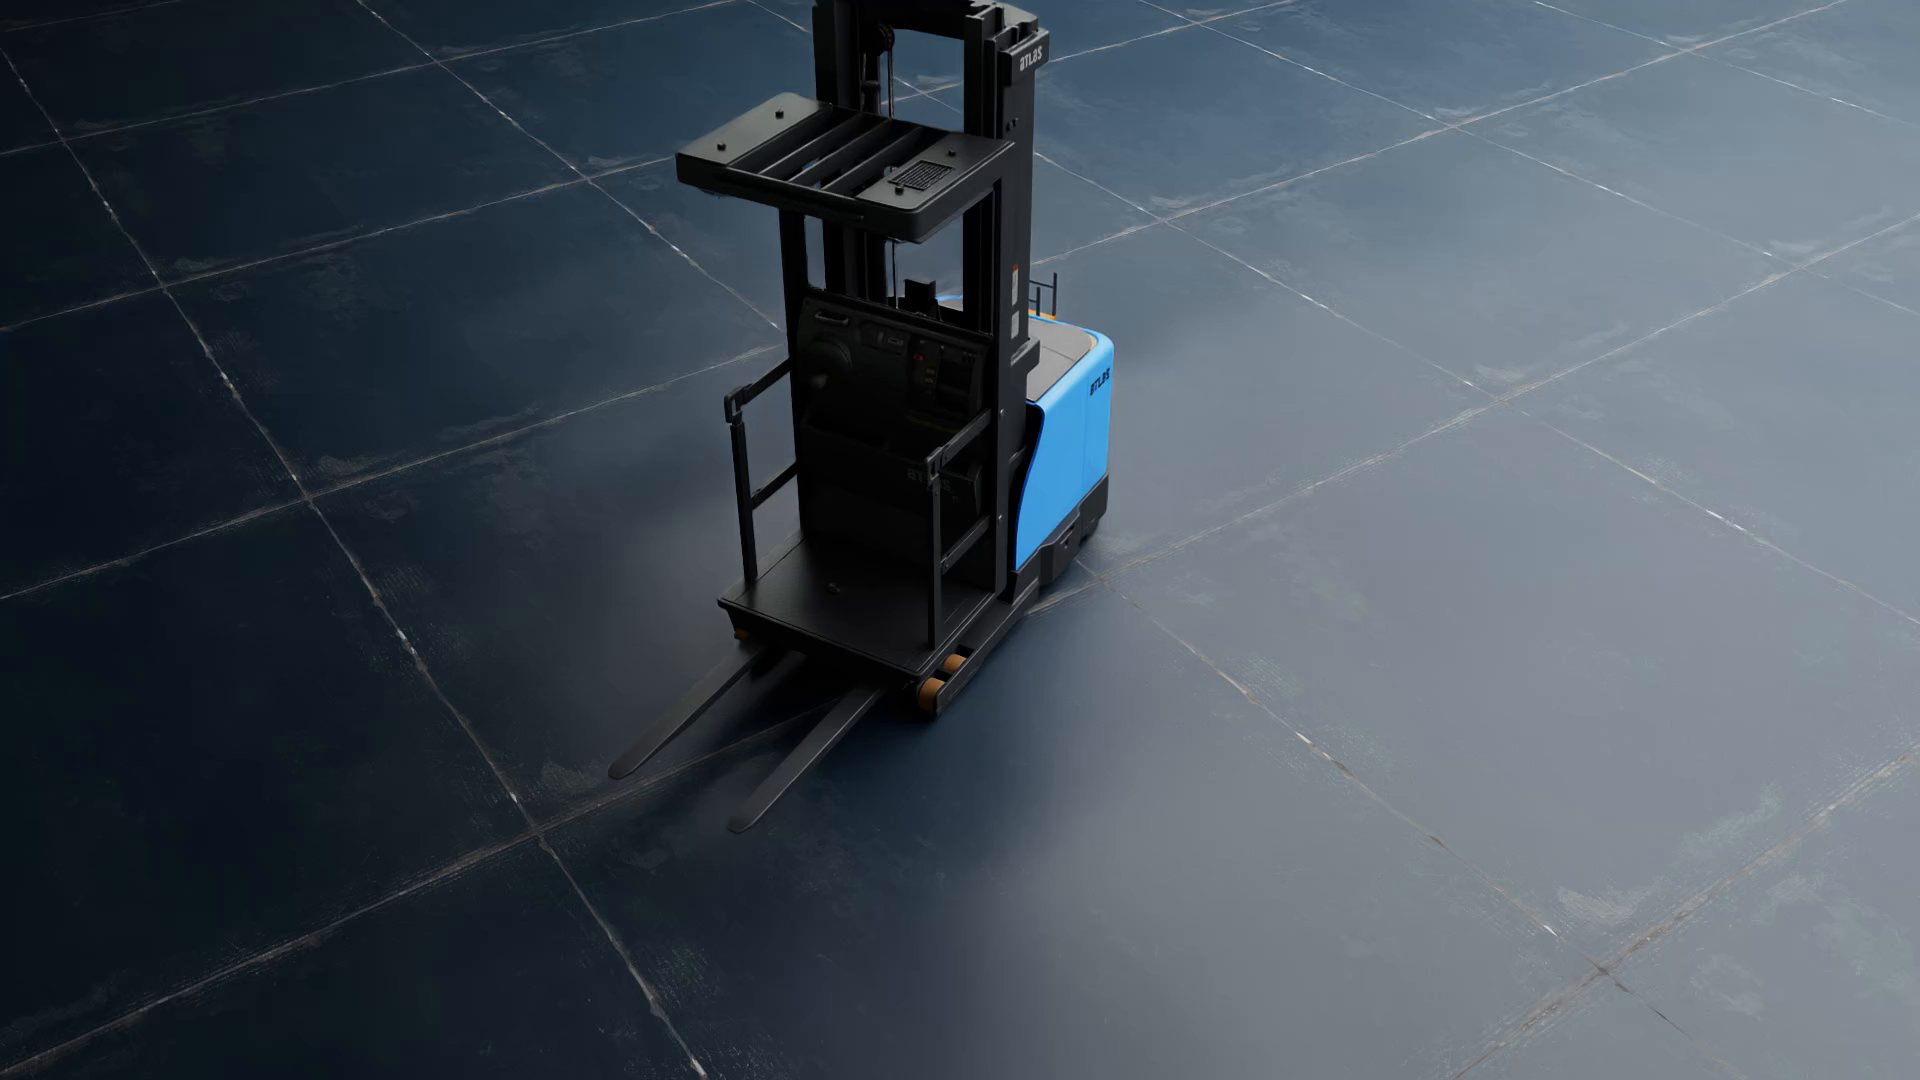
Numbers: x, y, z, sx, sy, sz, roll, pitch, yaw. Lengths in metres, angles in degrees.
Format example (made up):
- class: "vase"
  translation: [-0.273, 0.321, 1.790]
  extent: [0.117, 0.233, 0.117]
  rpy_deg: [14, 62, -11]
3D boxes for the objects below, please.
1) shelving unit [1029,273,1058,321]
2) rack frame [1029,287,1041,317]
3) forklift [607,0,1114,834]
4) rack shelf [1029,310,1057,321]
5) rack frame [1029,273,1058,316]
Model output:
- class: "shelving unit"
  translation: [0.341, -0.844, 8.709]
  extent: [0.258, 1.200, 0.189]
  rpy_deg: [19, 40, 24]
- class: "rack frame"
  translation: [0.295, -0.797, 8.644]
  extent: [0.240, 1.200, 0.006]
  rpy_deg: [19, 40, 24]
- class: "forklift"
  translation: [-0.407, -0.711, 7.042]
  extent: [1.130, 2.935, 3.031]
  rpy_deg: [19, 40, 24]
- class: "rack shelf"
  translation: [0.341, -1.100, 8.524]
  extent: [0.258, 0.103, 0.180]
  rpy_deg: [19, 40, 24]
- class: "rack frame"
  translation: [0.387, -0.890, 8.773]
  extent: [0.240, 1.200, 0.006]
  rpy_deg: [19, 40, 24]
